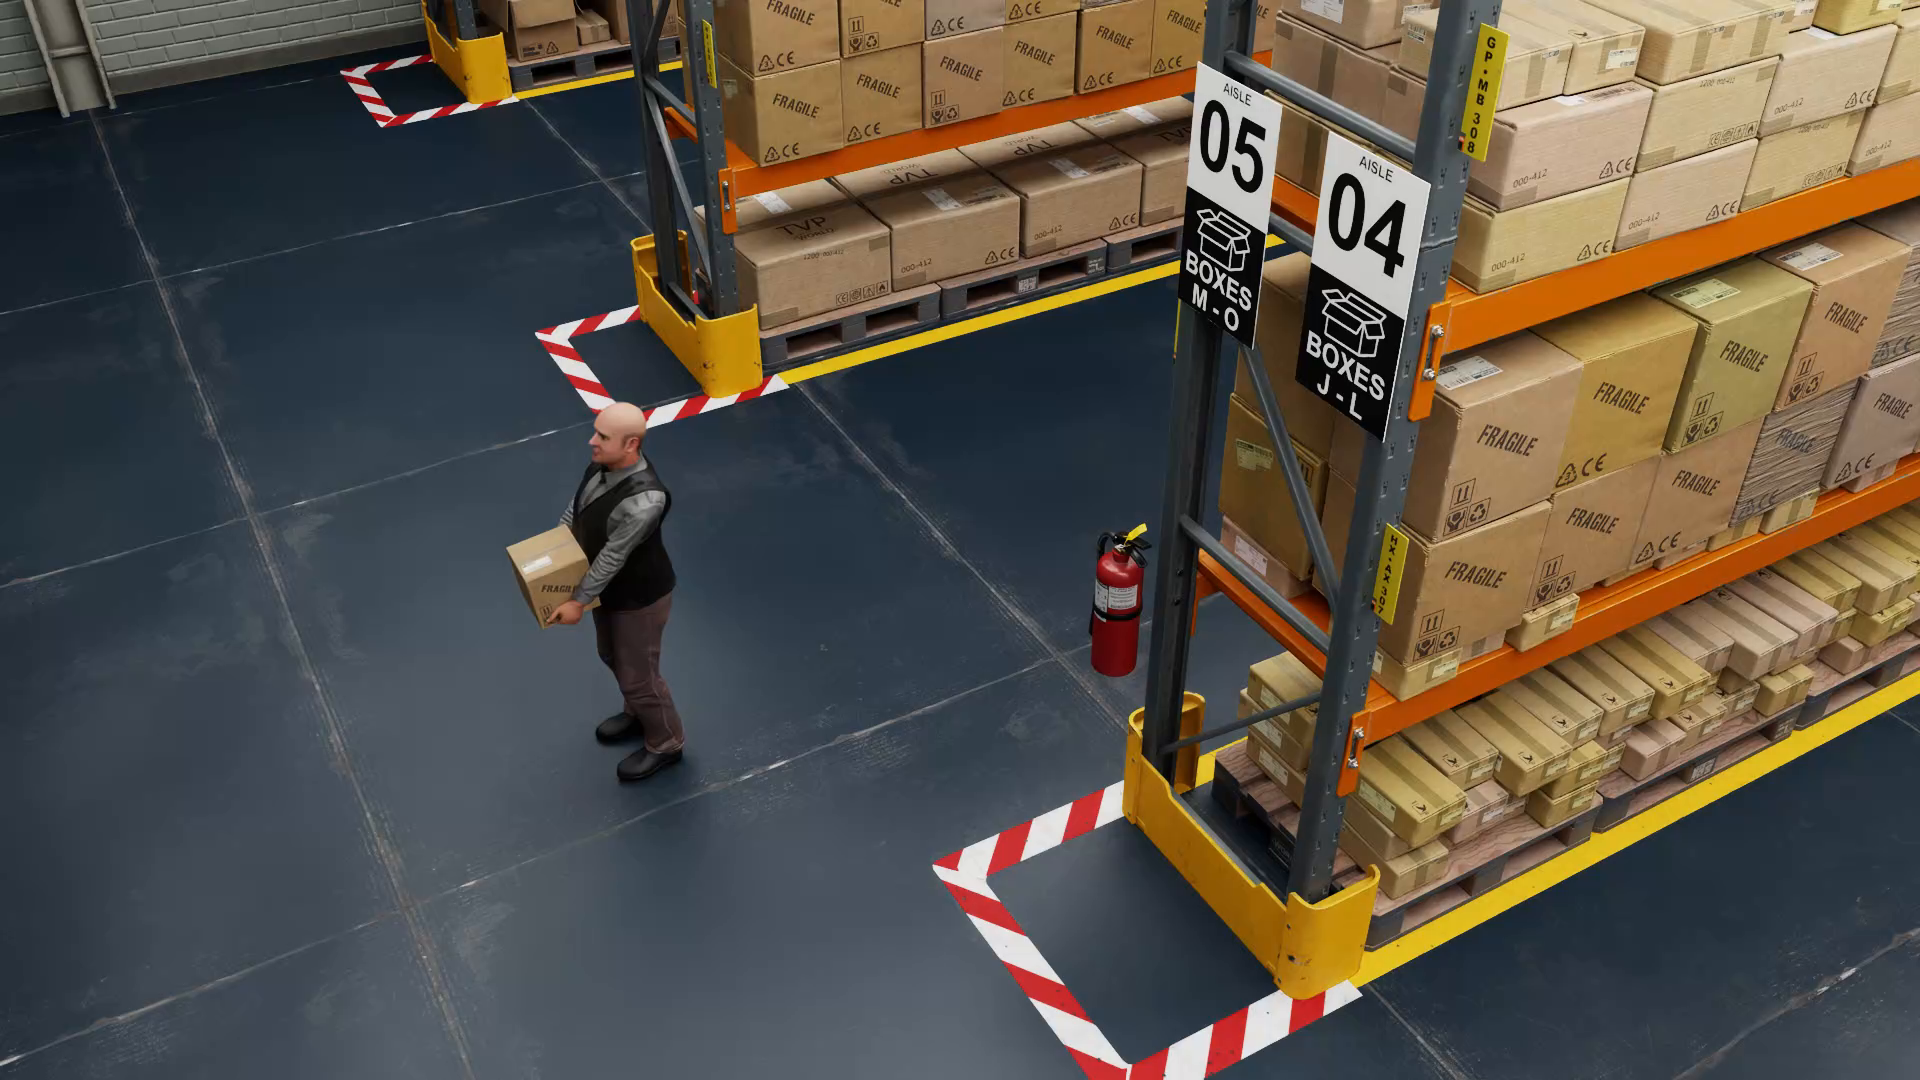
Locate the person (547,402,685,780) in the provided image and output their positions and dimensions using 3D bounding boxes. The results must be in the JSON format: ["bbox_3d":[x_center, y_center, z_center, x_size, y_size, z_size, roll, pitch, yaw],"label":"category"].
[{"bbox_3d":[-1.411,0.229,6.648,0.551,1.711,0.494,-18,40,-23],"label":"person"}]
